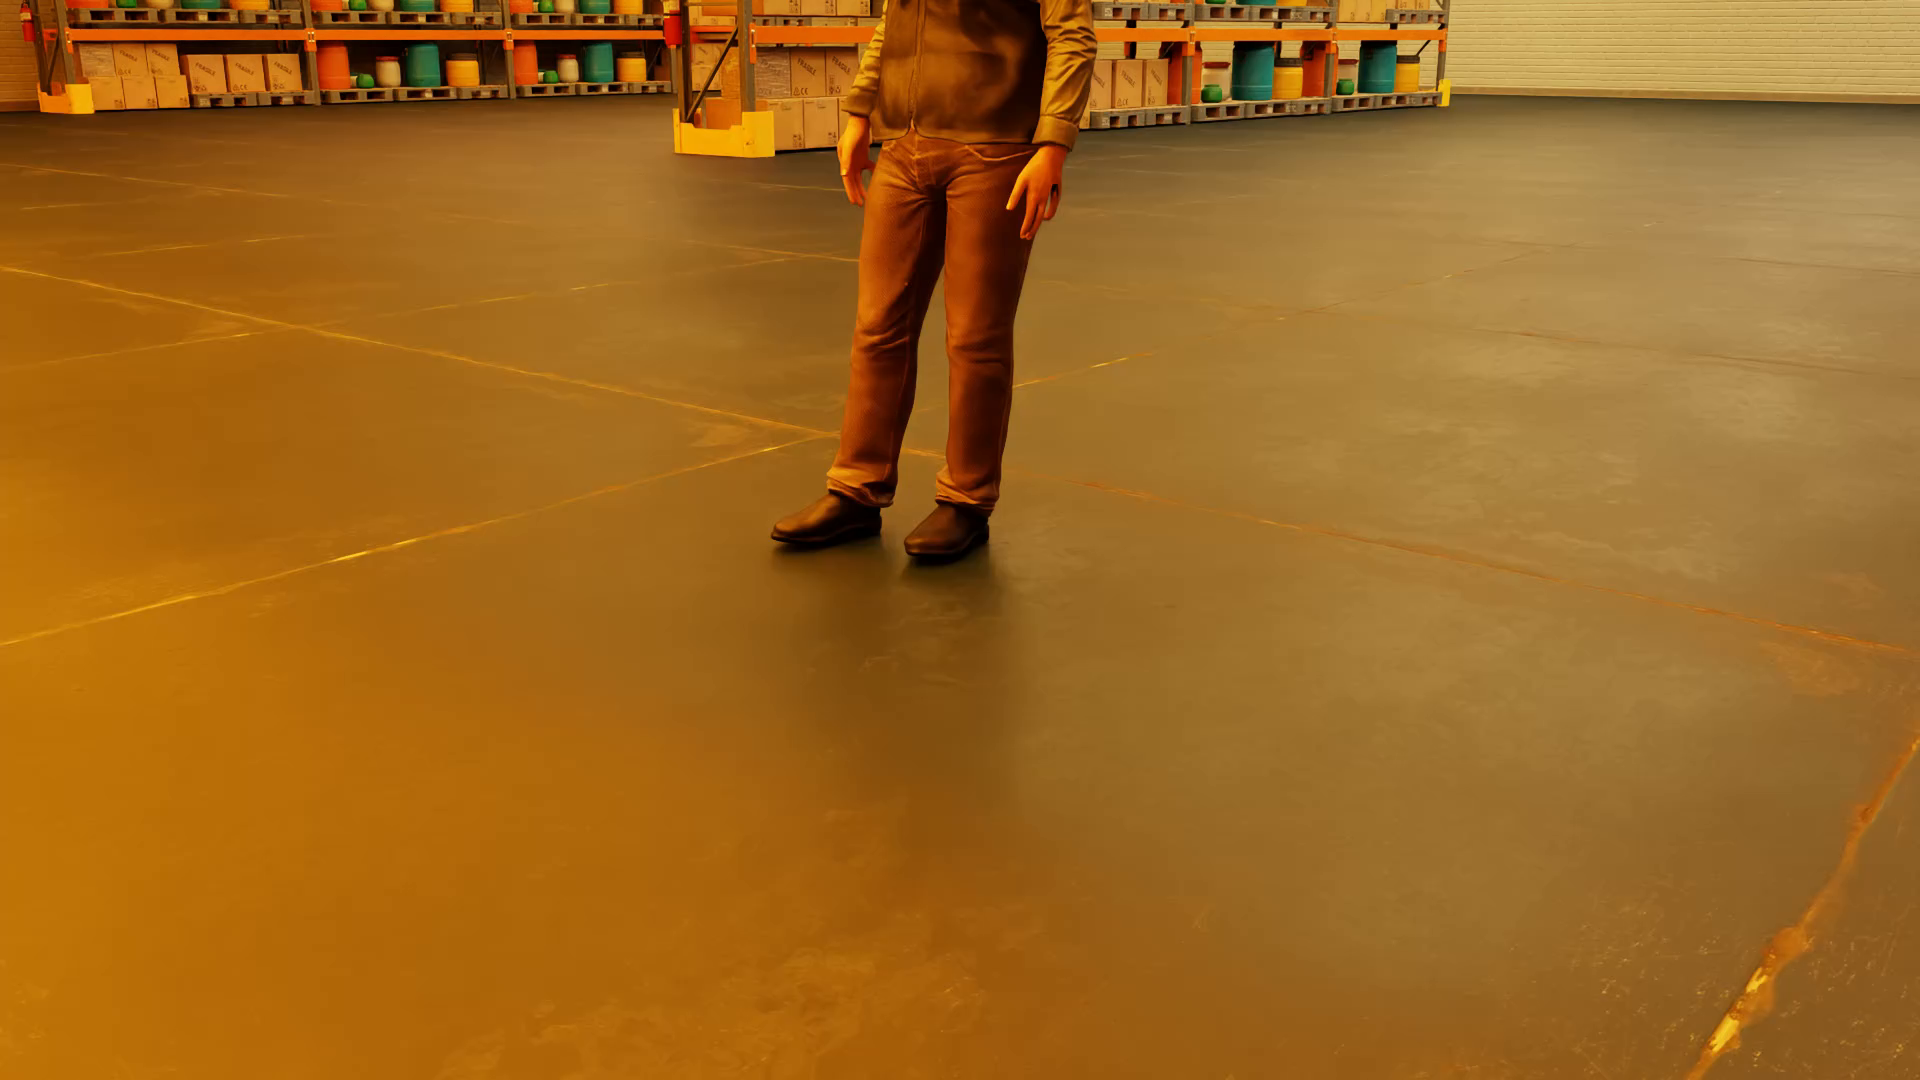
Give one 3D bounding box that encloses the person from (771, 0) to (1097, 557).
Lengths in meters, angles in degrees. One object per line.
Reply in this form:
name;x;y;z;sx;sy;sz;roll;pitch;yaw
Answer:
person;-0.046;-0.818;3.648;0.634;1.722;0.566;13;21;37
